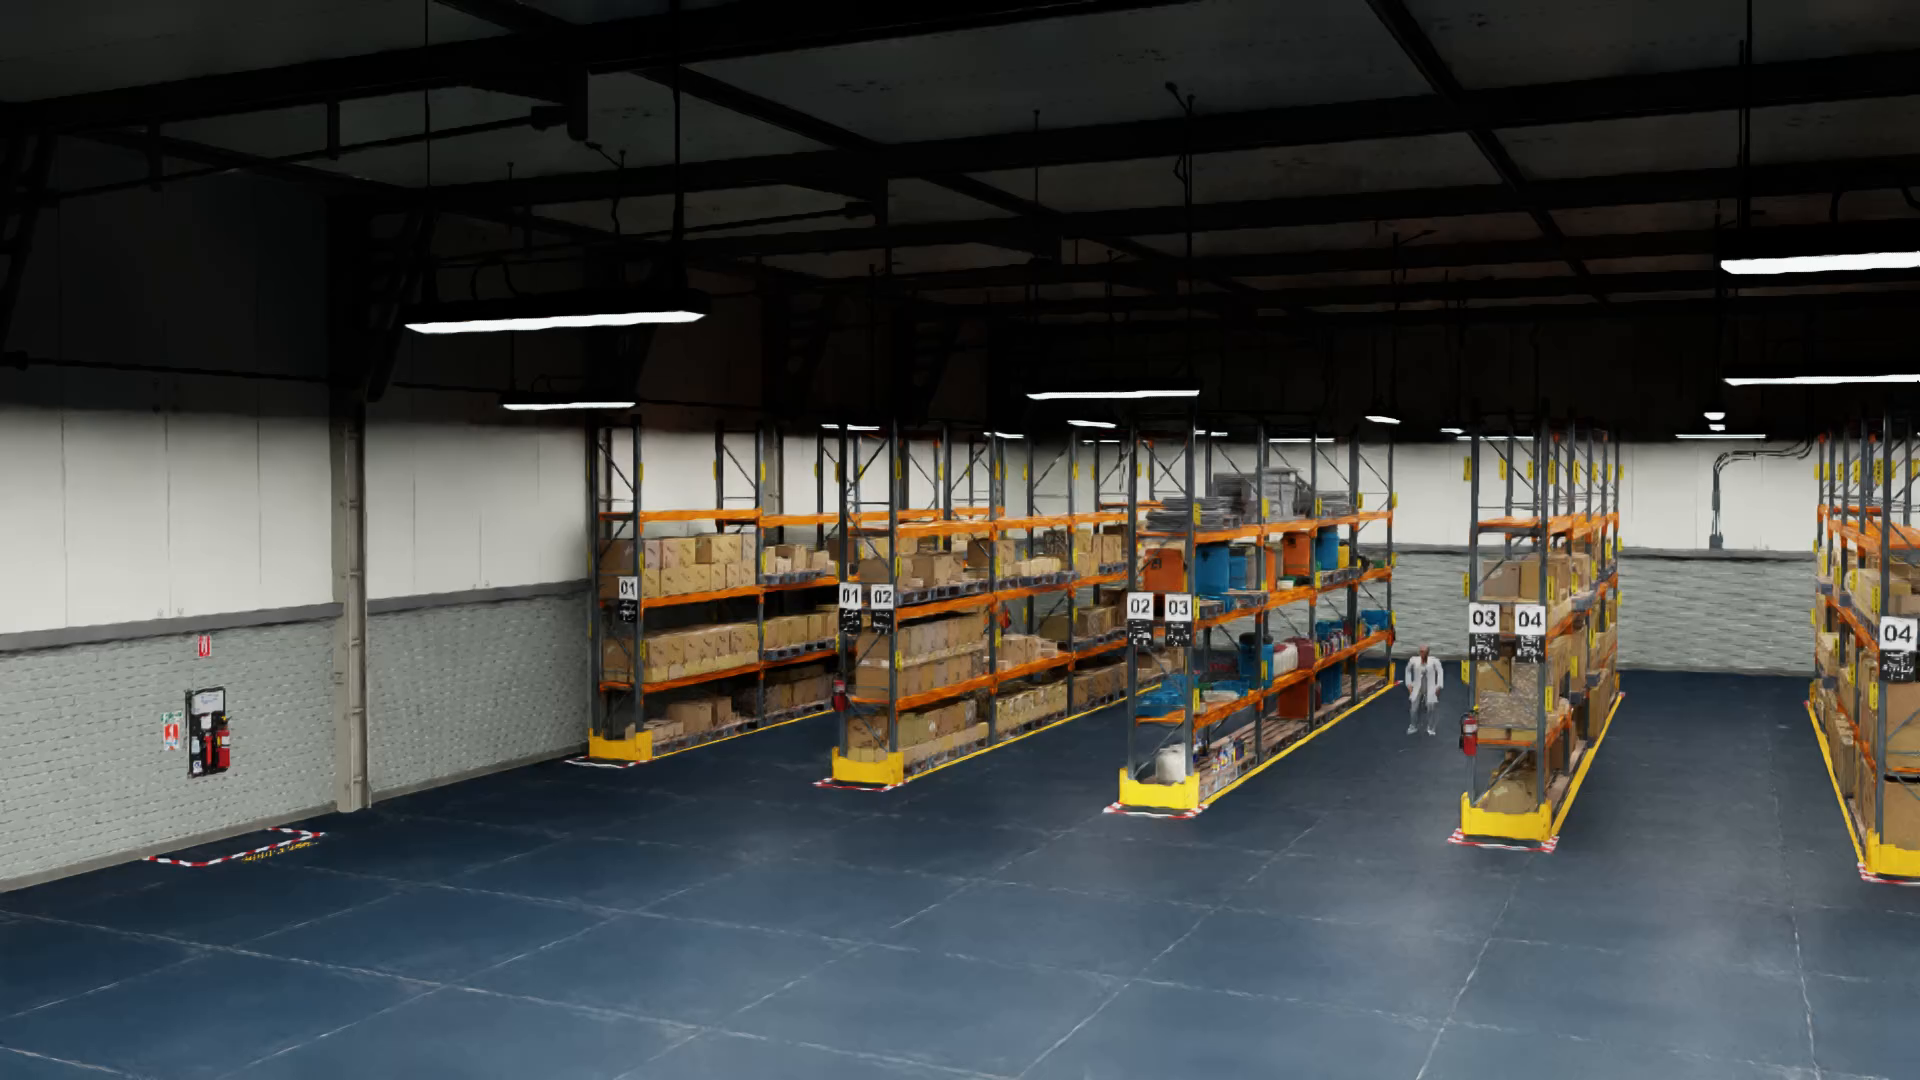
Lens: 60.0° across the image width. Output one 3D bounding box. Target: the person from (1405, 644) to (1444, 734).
[{"bbox_3d":[8.838,2.837,31.682,0.729,1.733,0.546,1,3,23],"label":"person"}]
